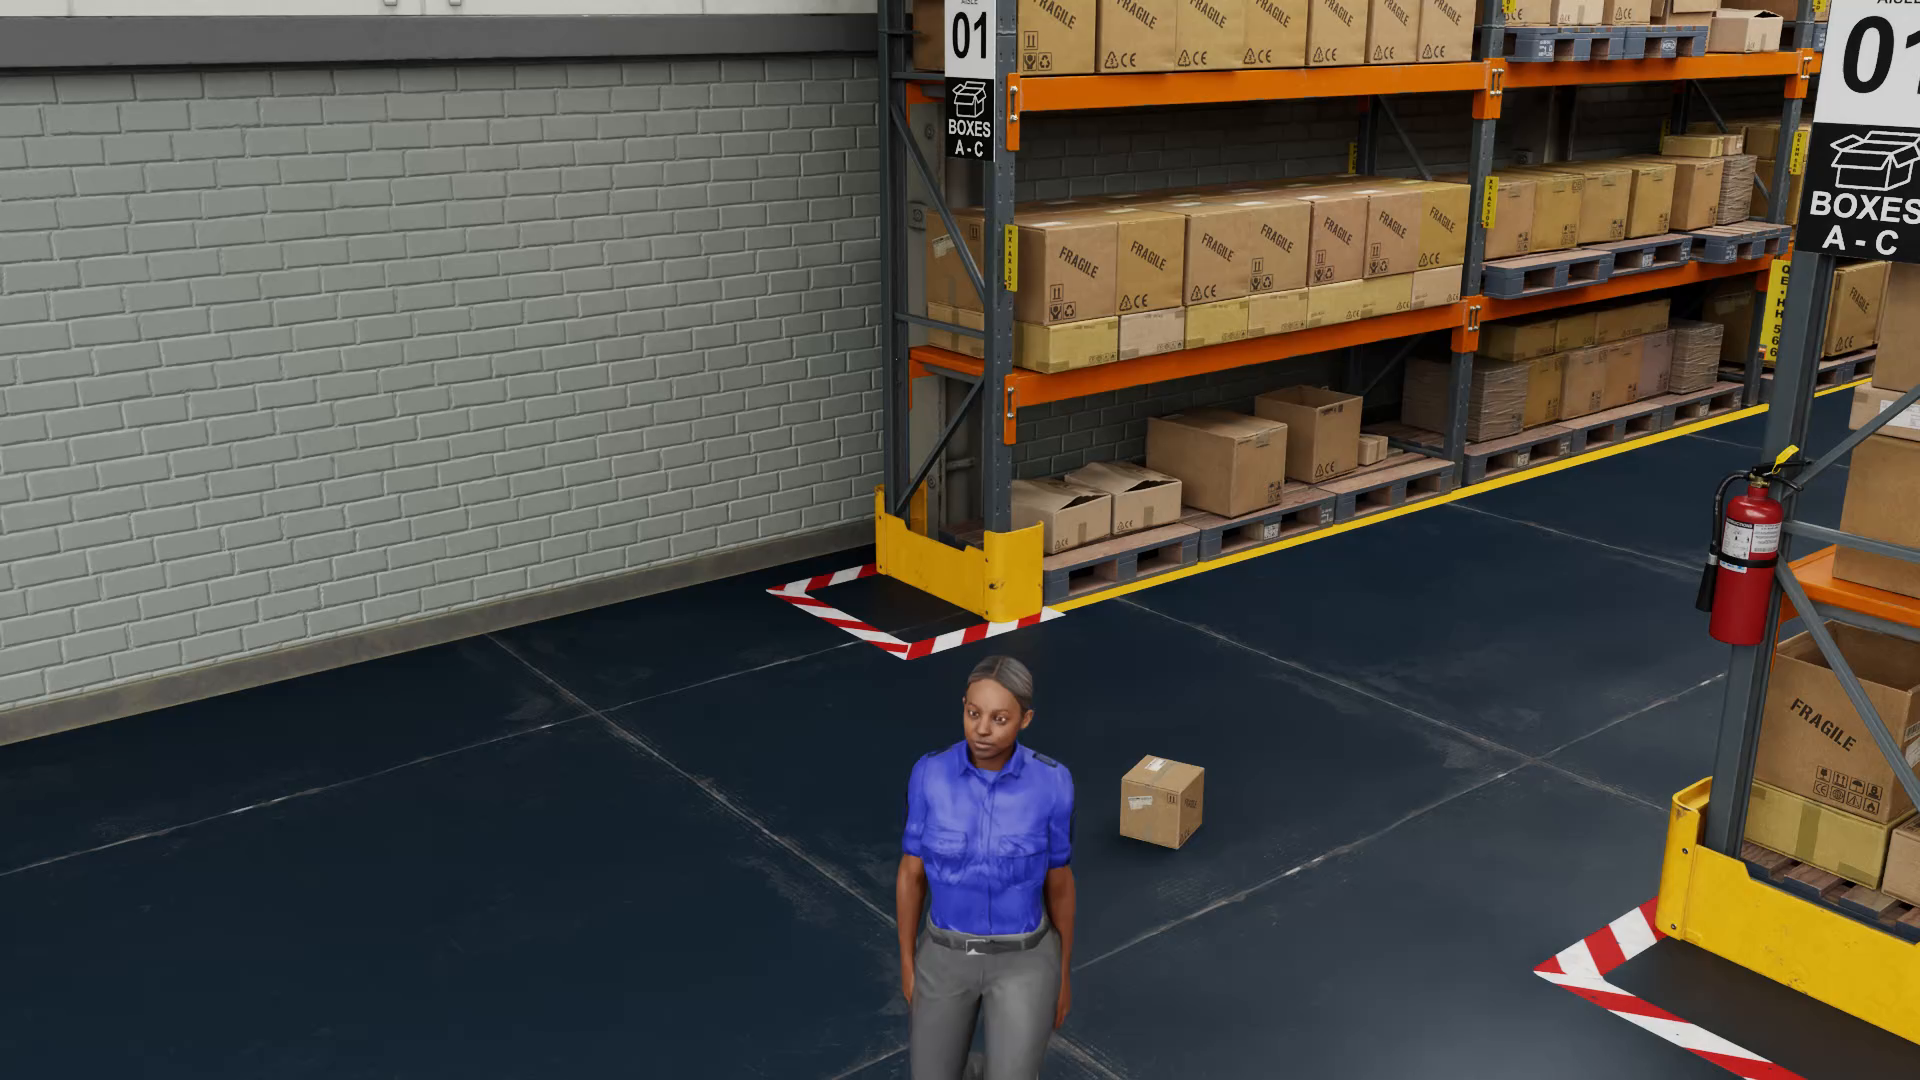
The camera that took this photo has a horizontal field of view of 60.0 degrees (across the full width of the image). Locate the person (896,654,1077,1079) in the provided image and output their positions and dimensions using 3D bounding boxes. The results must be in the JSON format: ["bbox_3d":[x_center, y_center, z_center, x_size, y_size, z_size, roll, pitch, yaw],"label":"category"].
[{"bbox_3d":[0.066,1.057,4.226,0.451,1.632,0.700,2,18,8],"label":"person"}]
